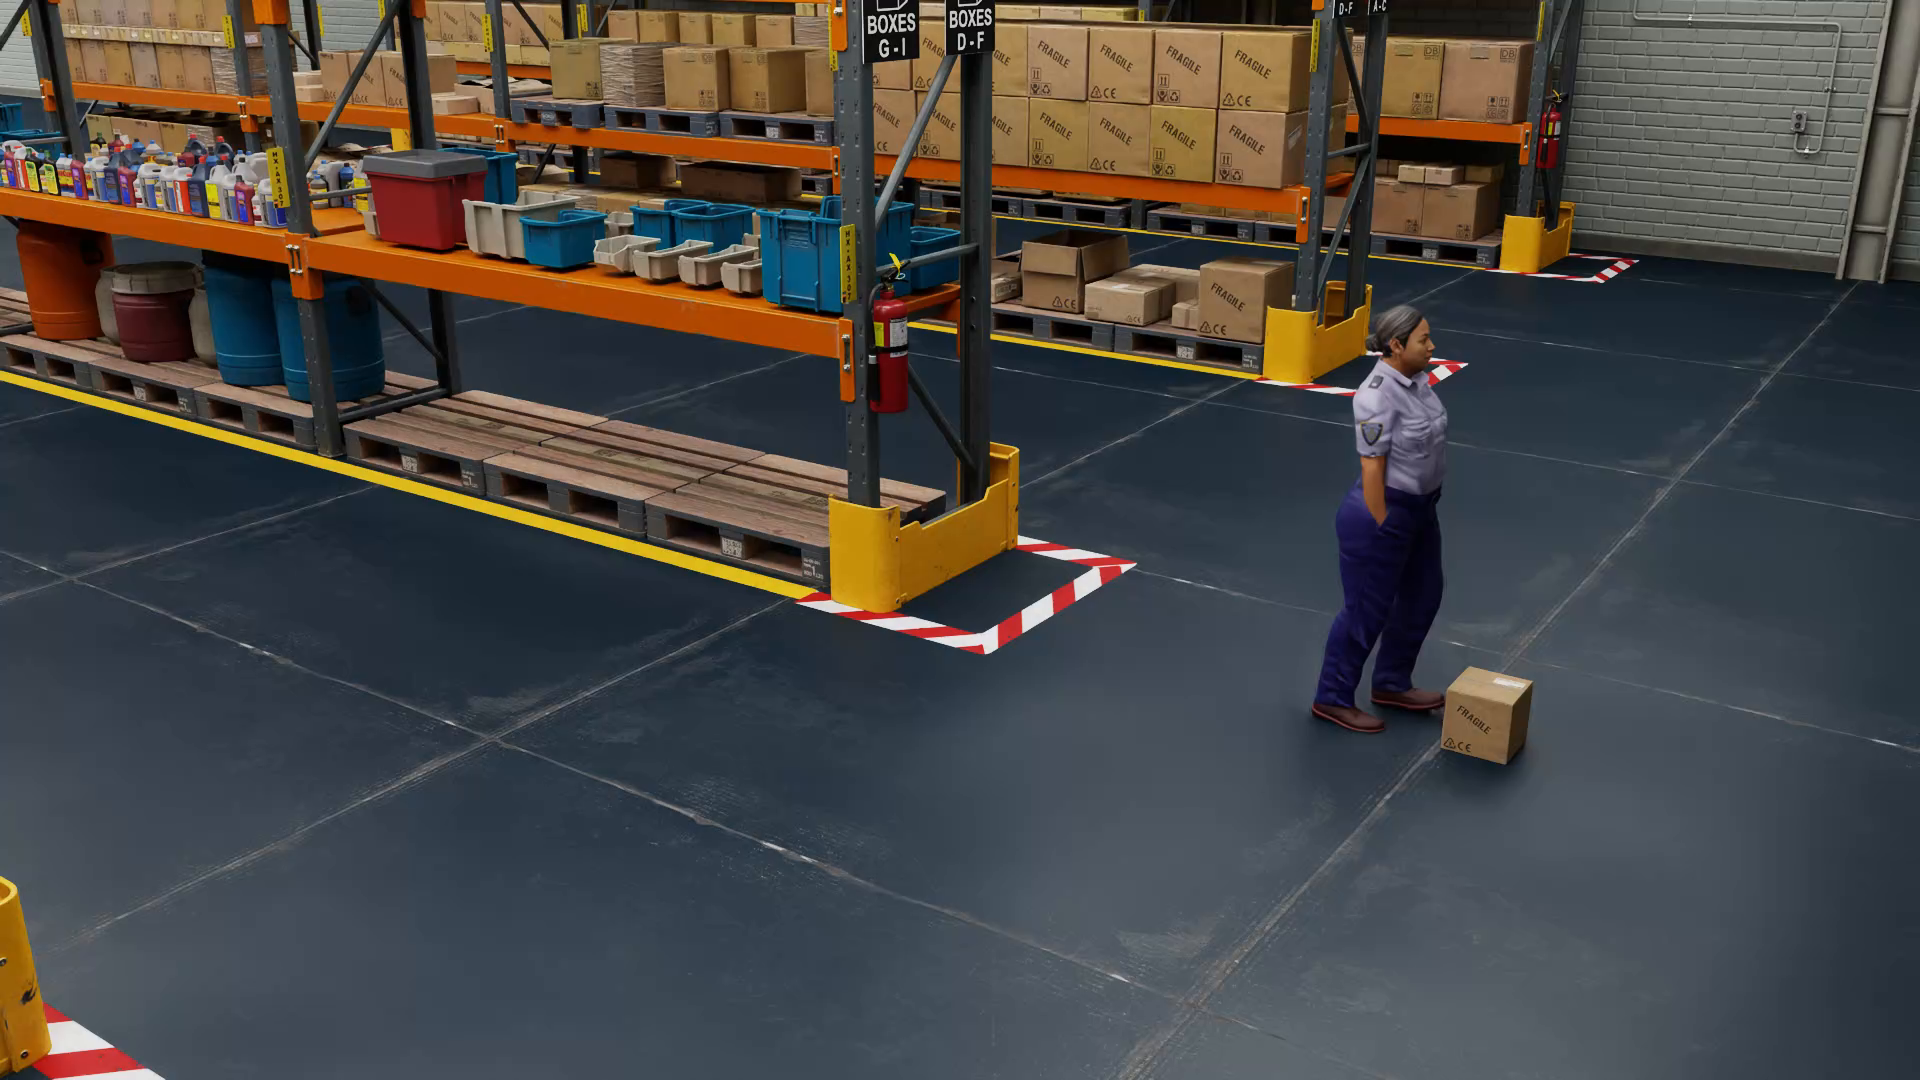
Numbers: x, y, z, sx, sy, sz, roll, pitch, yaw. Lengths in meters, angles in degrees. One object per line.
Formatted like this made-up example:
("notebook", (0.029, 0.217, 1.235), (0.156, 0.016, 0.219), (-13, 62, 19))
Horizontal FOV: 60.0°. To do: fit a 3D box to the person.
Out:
("person", (1.659, -0.072, 6.317), (0.438, 1.646, 0.469), (14, 24, 34))
